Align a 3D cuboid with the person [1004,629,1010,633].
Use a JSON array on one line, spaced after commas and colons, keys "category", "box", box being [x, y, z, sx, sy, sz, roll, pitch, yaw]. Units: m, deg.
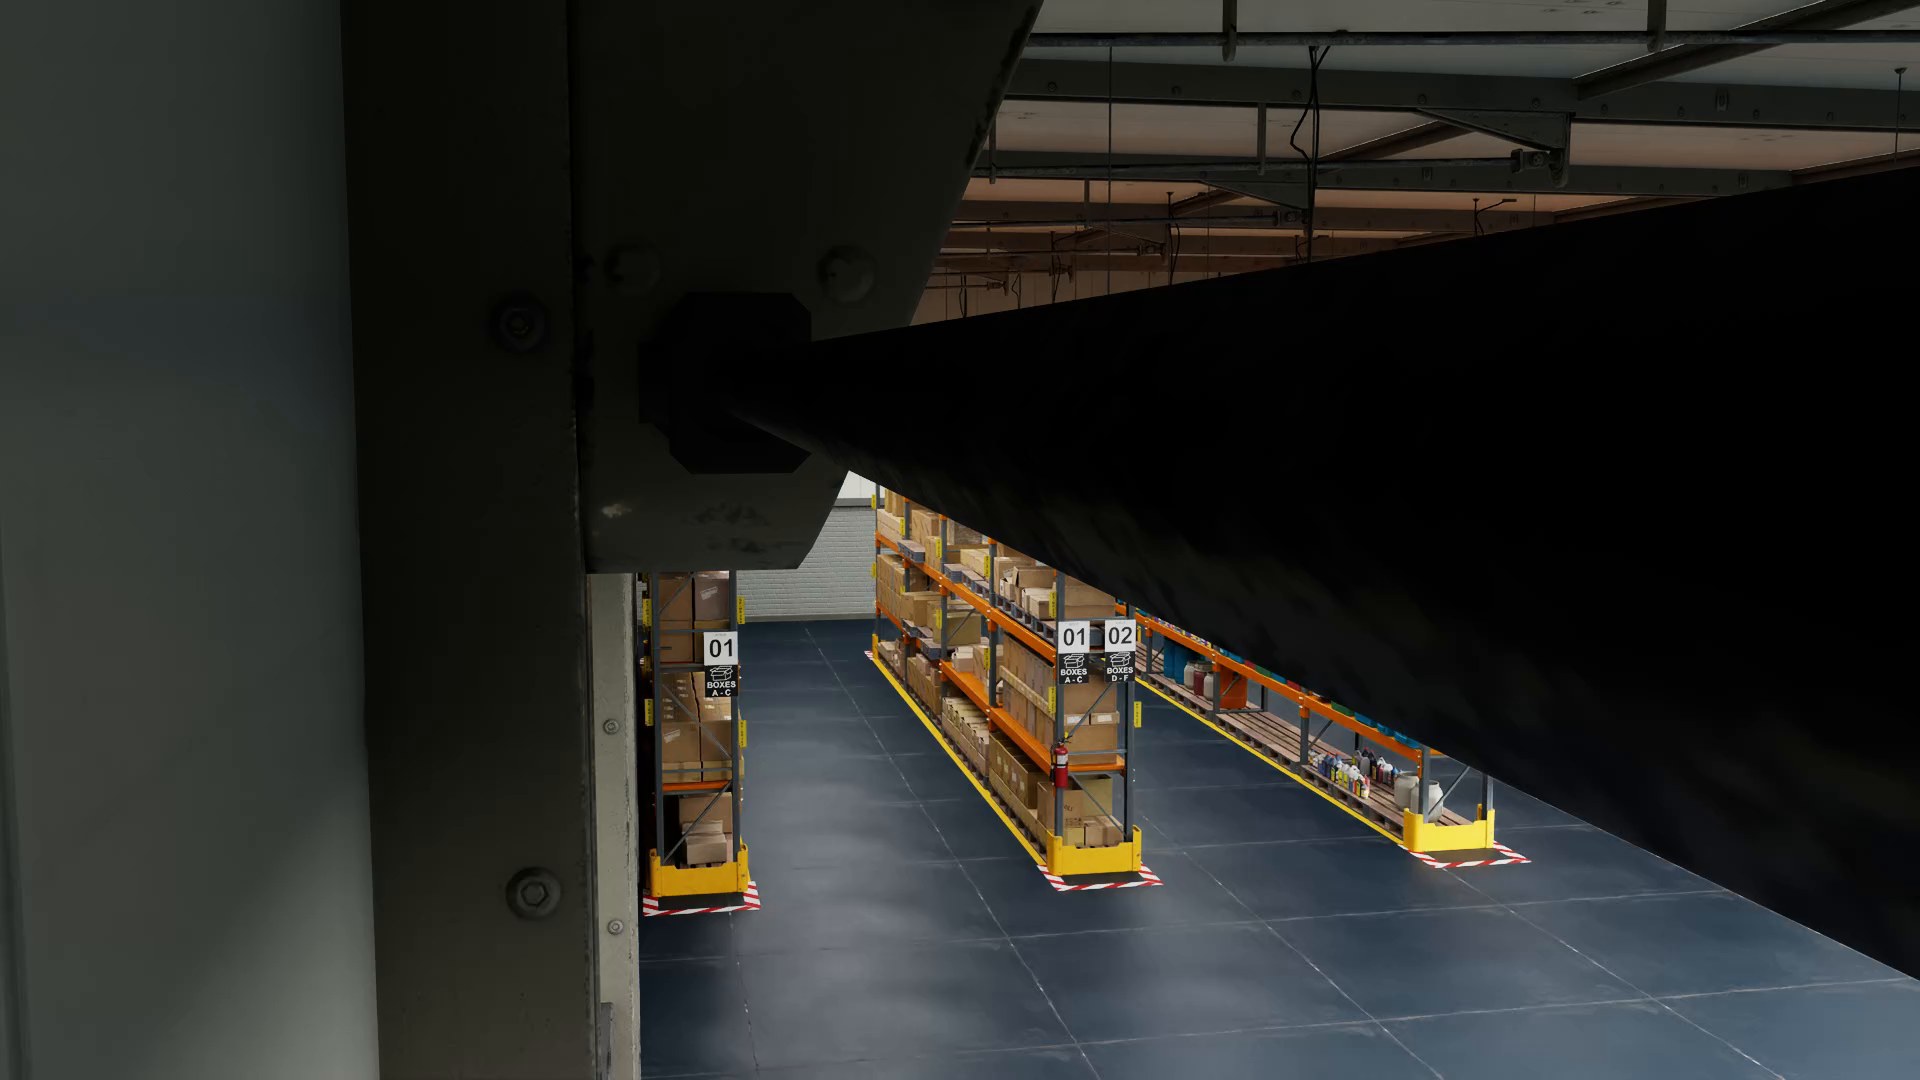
[{"category": "person", "box": [1.163, 1.914, 34.691, 0.689, 1.713, 0.629, -2, 6, -21]}]
